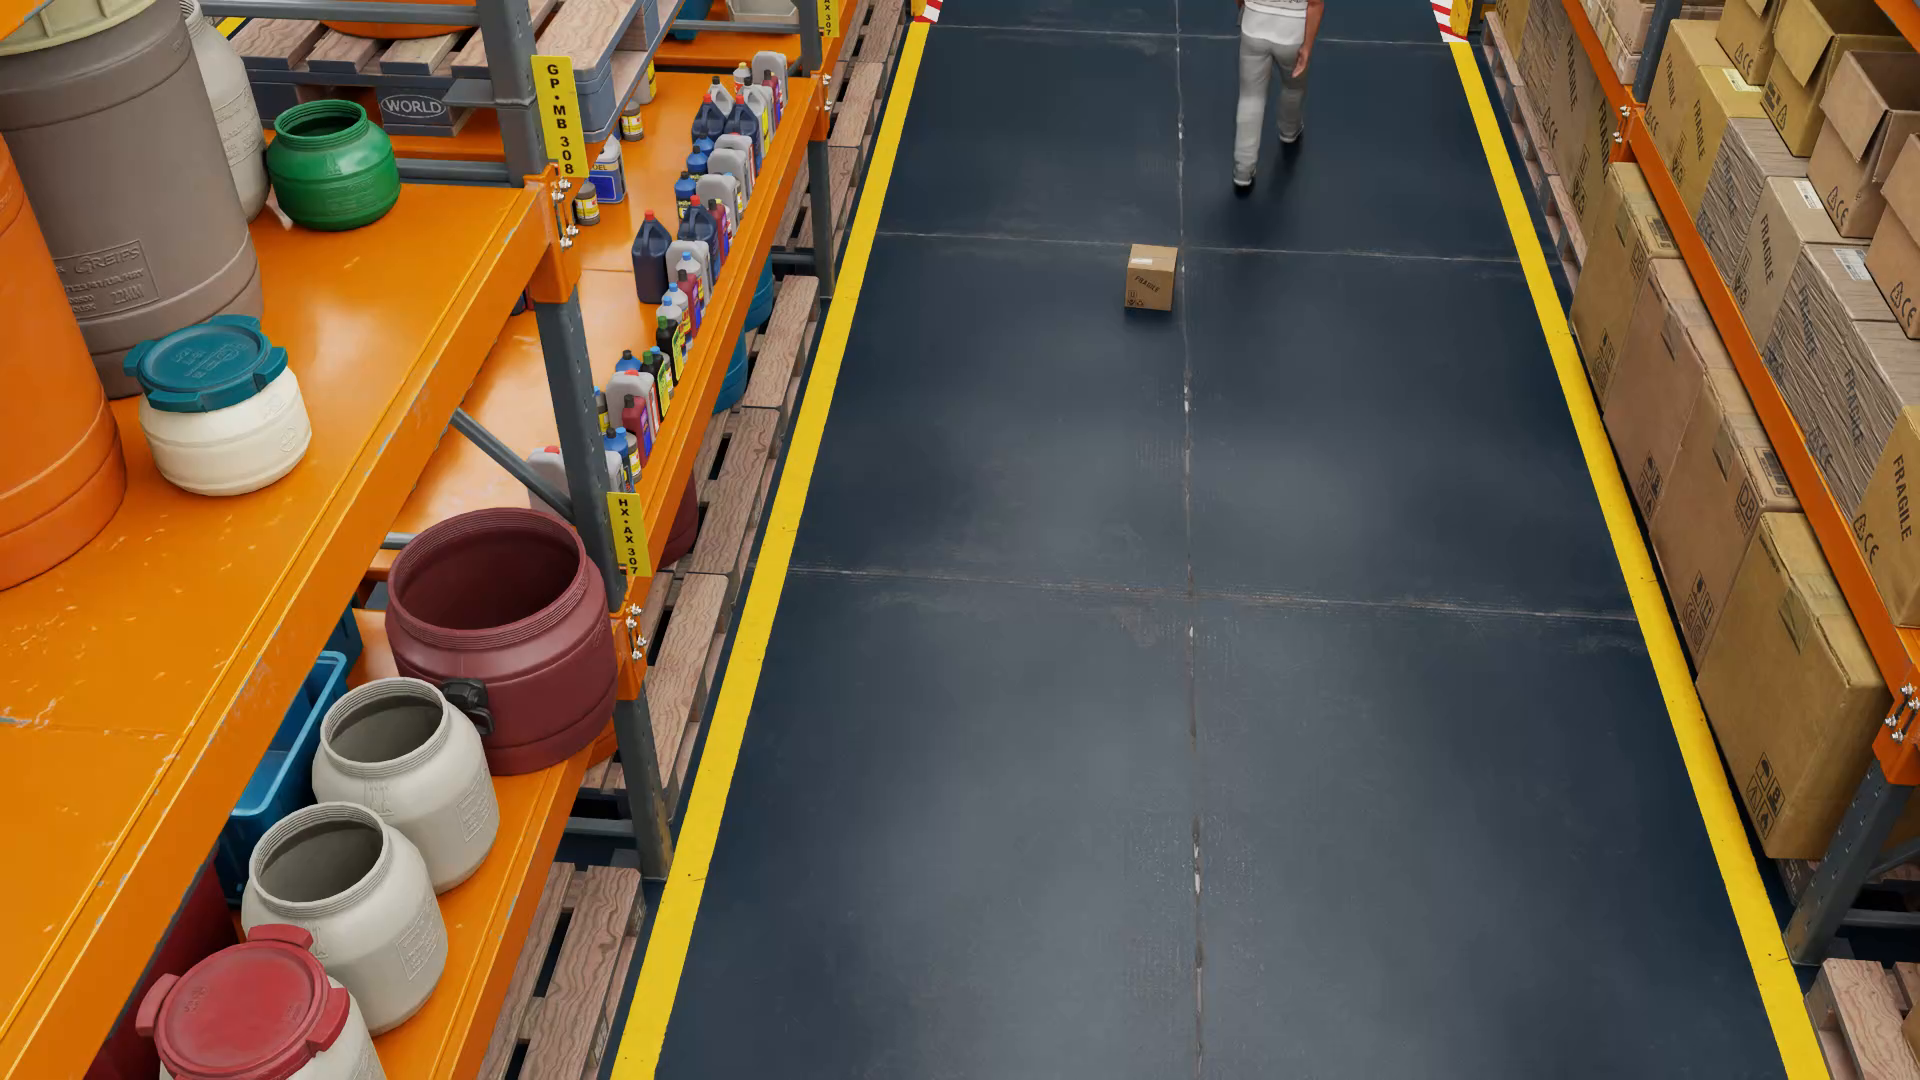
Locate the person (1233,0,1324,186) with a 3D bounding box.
[{"bbox_3d":[1.867,-3.050,9.769,0.539,1.714,1.034,10,41,12],"label":"person"}]
